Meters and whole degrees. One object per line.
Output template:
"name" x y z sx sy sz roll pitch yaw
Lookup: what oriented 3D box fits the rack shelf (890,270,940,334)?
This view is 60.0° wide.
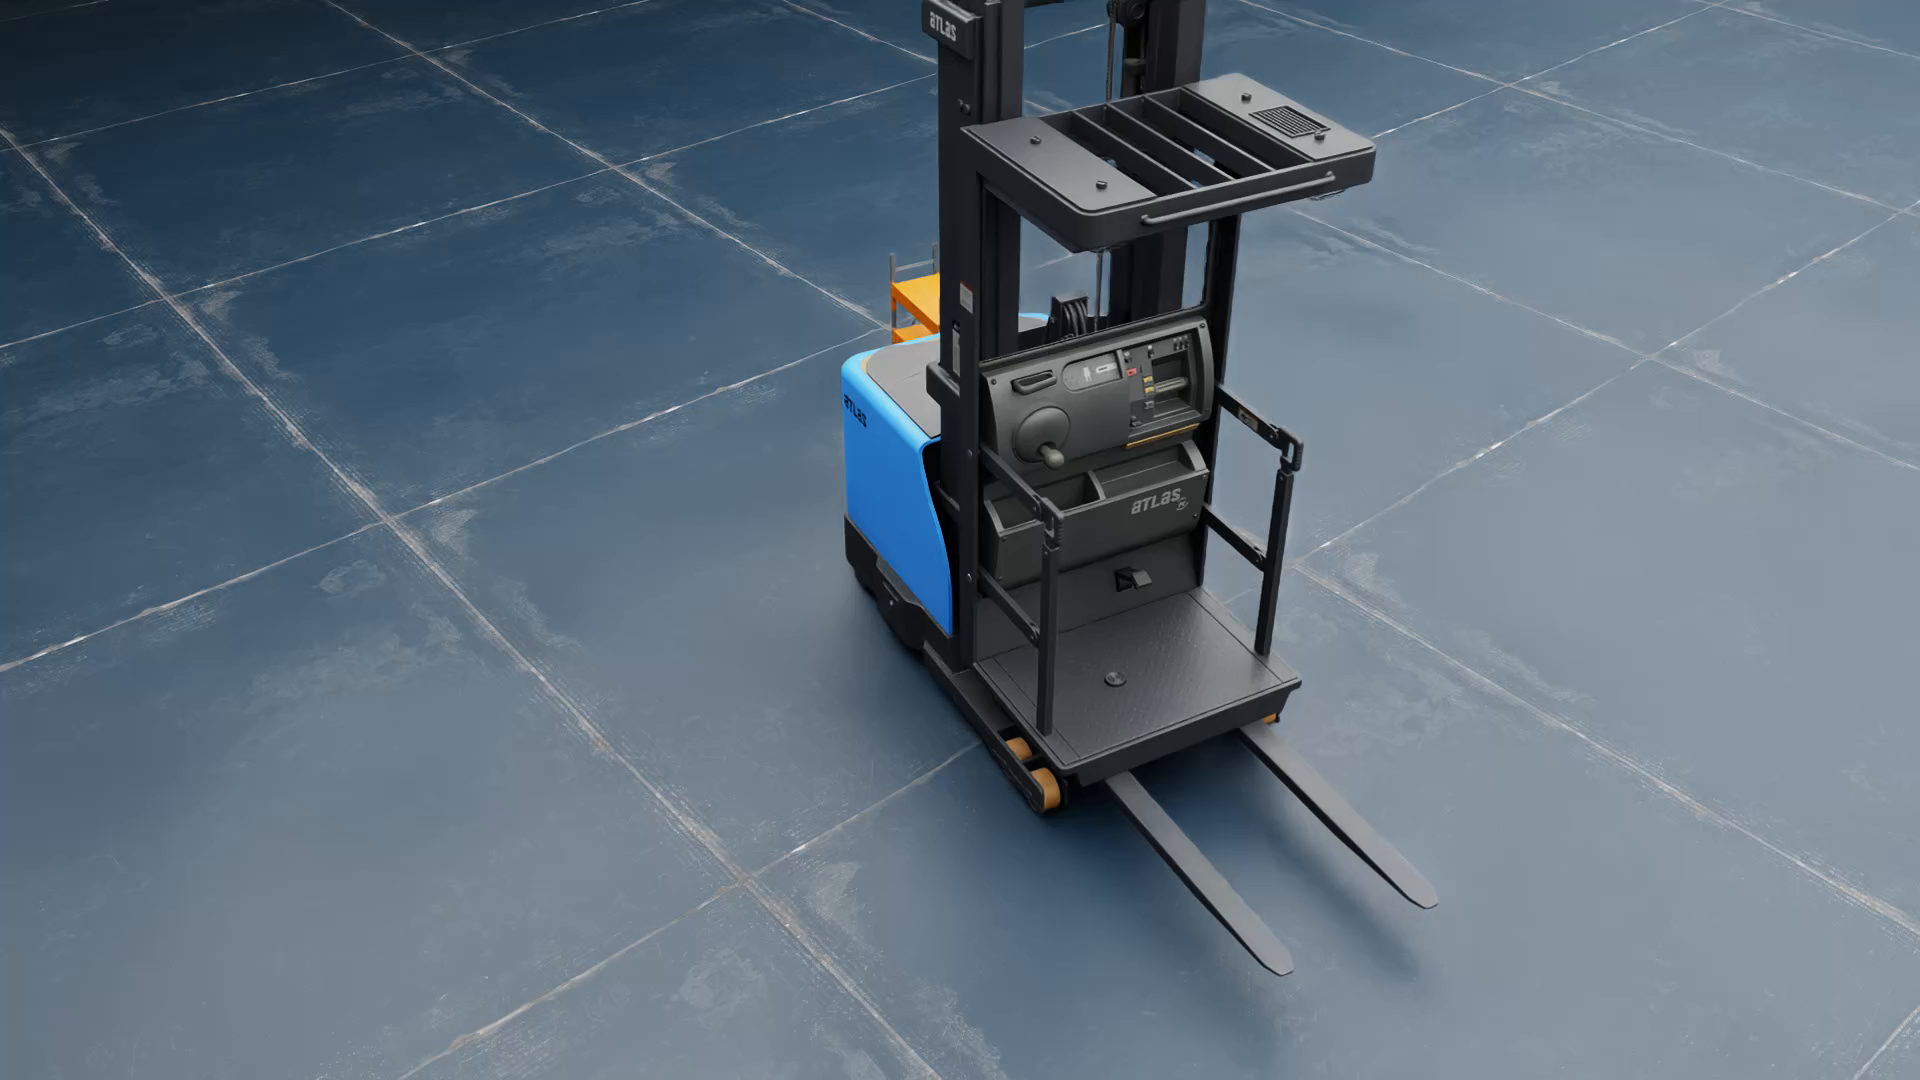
"rack shelf" -0.094 -1.027 7.482 0.258 0.148 0.480 -17 39 -23

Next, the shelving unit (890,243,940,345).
"shelving unit" -0.094 -0.706 7.709 0.258 1.200 0.503 -17 39 -23

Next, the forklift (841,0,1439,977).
"forklift" 0.620 -0.467 5.873 1.130 2.935 3.031 -17 39 -23

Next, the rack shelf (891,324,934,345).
"rack shelf" -0.094 -0.834 7.619 0.258 0.148 0.480 -17 39 -23

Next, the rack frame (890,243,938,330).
"rack frame" -0.208 -0.831 7.885 0.240 1.200 0.015 -17 39 -23
